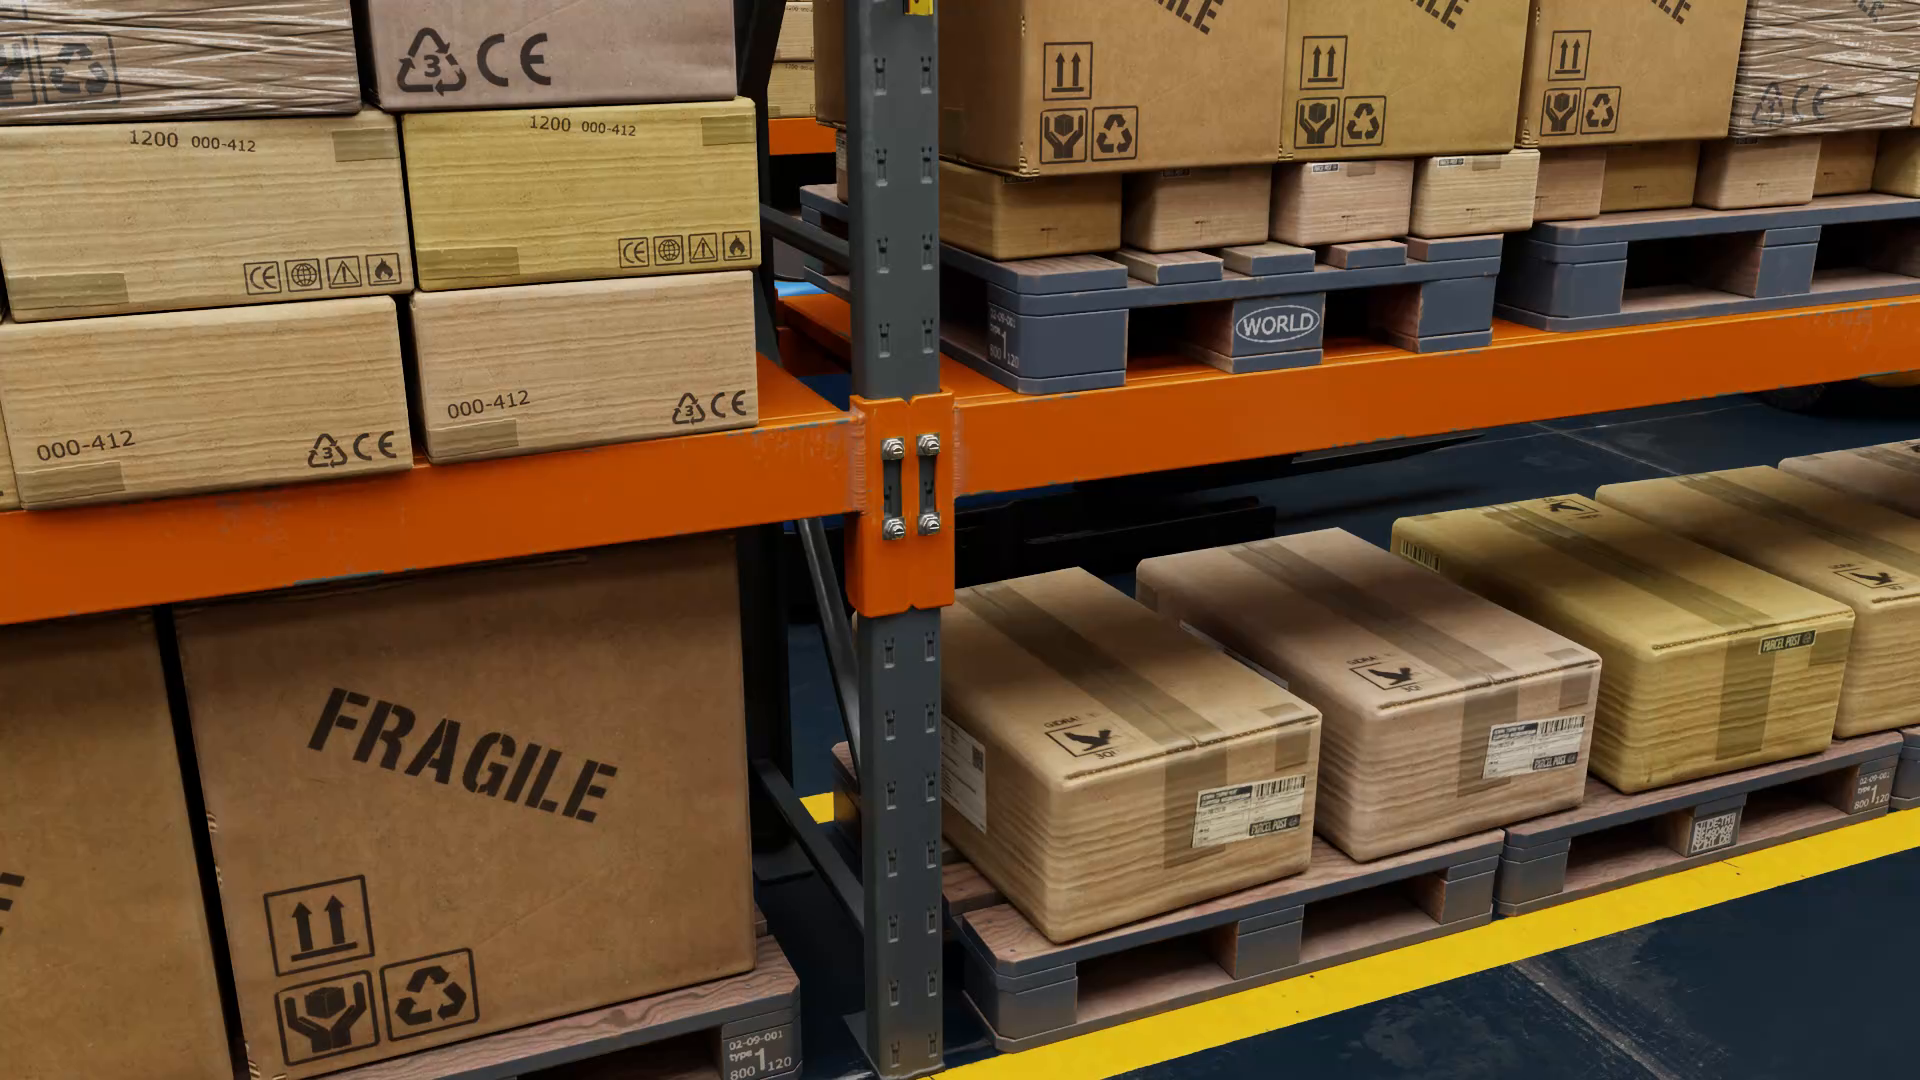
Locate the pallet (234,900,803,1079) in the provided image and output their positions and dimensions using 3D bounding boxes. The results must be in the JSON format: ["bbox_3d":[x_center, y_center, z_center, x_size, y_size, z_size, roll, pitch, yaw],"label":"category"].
[{"bbox_3d":[-1.038,0.846,3.301,1.213,0.211,1.003,-8,21,-22],"label":"pallet"}]

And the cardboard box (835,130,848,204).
[{"bbox_3d":[-0.077,-0.744,3.365,0.250,0.149,0.380,-7,21,-20],"label":"cardboard box"}]

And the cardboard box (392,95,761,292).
[{"bbox_3d":[-0.628,-0.574,2.608,0.500,0.250,0.500,-8,21,-22],"label":"cardboard box"}]

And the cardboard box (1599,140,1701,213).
[{"bbox_3d":[1.325,-0.799,3.520,0.250,0.149,0.380,-7,21,-20],"label":"cardboard box"}]

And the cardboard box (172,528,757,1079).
[{"bbox_3d":[-0.951,0.320,3.164,0.875,0.875,0.875,-8,21,-22],"label":"cardboard box"}]

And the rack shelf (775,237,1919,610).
[{"bbox_3d":[1.552,-0.473,3.933,4.000,0.370,1.077,-8,21,-22],"label":"rack shelf"}]

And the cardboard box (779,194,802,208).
[{"bbox_3d":[-0.461,-1.396,8.413,0.625,0.625,0.875,-9,21,-24],"label":"cardboard box"}]

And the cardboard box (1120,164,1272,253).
[{"bbox_3d":[0.361,-0.642,3.076,0.250,0.149,0.380,-10,22,-25],"label":"cardboard box"}]

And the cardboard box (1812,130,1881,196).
[{"bbox_3d":[1.800,-0.870,3.724,0.250,0.149,0.380,-9,21,-24],"label":"cardboard box"}]

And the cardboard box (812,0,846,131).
[{"bbox_3d":[0.023,-1.080,3.342,0.500,0.500,0.500,-9,21,-23],"label":"cardboard box"}]

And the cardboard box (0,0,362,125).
[{"bbox_3d":[-1.123,-0.851,2.266,0.500,0.500,0.500,-8,21,-21],"label":"cardboard box"}]

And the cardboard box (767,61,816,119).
[{"bbox_3d":[-0.816,-2.111,7.726,0.500,0.250,0.500,-9,21,-24],"label":"cardboard box"}]

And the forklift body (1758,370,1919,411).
[{"bbox_3d":[4.073,-1.909,8.206,1.214,2.155,2.313,-8,21,-22],"label":"forklift body"}]

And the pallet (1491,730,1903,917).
[{"bbox_3d":[1.552,0.504,4.273,1.213,0.211,1.003,-8,21,-22],"label":"pallet"}]

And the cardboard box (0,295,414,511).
[{"bbox_3d":[-1.109,-0.261,2.473,0.500,0.250,0.500,-8,21,-21],"label":"cardboard box"}]

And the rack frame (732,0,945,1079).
[{"bbox_3d":[-0.284,-0.550,3.067,0.127,3.000,1.000,-8,21,-22],"label":"rack frame"}]

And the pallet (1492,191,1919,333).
[{"bbox_3d":[1.517,-0.732,3.874,1.213,0.211,1.003,-8,21,-22],"label":"pallet"}]

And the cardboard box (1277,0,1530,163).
[{"bbox_3d":[0.696,-0.995,3.100,0.500,0.500,0.500,-7,21,-19],"label":"cardboard box"}]

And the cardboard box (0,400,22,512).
[{"bbox_3d":[-1.577,-0.200,2.299,0.500,0.250,0.500,-8,21,-22],"label":"cardboard box"}]

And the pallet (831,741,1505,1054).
[{"bbox_3d":[0.434,0.663,3.821,1.213,0.211,1.003,-8,21,-22],"label":"pallet"}]

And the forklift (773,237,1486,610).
[{"bbox_3d":[0.563,-1.473,5.791,3.031,2.935,1.130,-9,21,-24],"label":"forklift"}]

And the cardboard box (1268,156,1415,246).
[{"bbox_3d":[0.630,-0.664,3.138,0.250,0.149,0.380,-10,22,-25],"label":"cardboard box"}]

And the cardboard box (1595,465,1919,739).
[{"bbox_3d":[2.249,0.131,4.458,0.625,0.372,0.950,-7,21,-19],"label":"cardboard box"}]

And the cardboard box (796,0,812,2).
[{"bbox_3d":[-0.664,-2.541,7.595,0.250,0.149,0.380,-8,21,-21],"label":"cardboard box"}]

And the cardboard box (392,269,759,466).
[{"bbox_3d":[-0.646,-0.333,2.678,0.500,0.250,0.500,-9,21,-24],"label":"cardboard box"}]

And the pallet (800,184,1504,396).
[{"bbox_3d":[0.328,-0.585,3.457,1.003,0.211,1.213,-8,21,-22],"label":"pallet"}]

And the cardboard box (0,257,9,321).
[{"bbox_3d":[-1.560,-0.431,2.204,0.500,0.250,0.500,-9,21,-23],"label":"cardboard box"}]

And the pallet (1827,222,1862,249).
[{"bbox_3d":[2.629,-0.929,4.434,1.213,0.211,1.003,-8,21,-22],"label":"pallet"}]

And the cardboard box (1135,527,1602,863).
[{"bbox_3d":[0.913,0.321,3.919,0.625,0.372,0.950,-9,21,-23],"label":"cardboard box"}]

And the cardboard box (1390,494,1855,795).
[{"bbox_3d":[1.611,0.223,4.197,0.625,0.372,0.950,-7,21,-20],"label":"cardboard box"}]

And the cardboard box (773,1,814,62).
[{"bbox_3d":[-0.802,-2.341,7.626,0.500,0.250,0.500,-9,21,-23],"label":"cardboard box"}]

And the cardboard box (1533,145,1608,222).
[{"bbox_3d":[1.081,-0.750,3.380,0.250,0.149,0.380,-7,21,-19],"label":"cardboard box"}]

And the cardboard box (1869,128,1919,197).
[{"bbox_3d":[2.083,-0.874,3.733,0.250,0.149,0.380,-8,21,-22],"label":"cardboard box"}]

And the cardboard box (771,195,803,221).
[{"bbox_3d":[-1.079,-1.307,8.161,0.625,0.625,0.875,-7,21,-20],"label":"cardboard box"}]

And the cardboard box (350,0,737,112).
[{"bbox_3d":[-0.655,-0.921,2.464,0.500,0.500,0.500,-9,21,-23],"label":"cardboard box"}]

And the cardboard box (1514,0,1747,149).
[{"bbox_3d":[1.181,-1.066,3.304,0.500,0.500,0.500,-8,21,-21],"label":"cardboard box"}]

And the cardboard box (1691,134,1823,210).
[{"bbox_3d":[1.591,-0.813,3.561,0.250,0.149,0.380,-7,21,-20],"label":"cardboard box"}]

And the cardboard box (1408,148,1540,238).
[{"bbox_3d":[0.891,-0.694,3.223,0.250,0.149,0.380,-8,21,-22],"label":"cardboard box"}]

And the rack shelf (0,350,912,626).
[{"bbox_3d":[-2.121,0.053,2.439,4.000,0.370,1.077,-8,21,-22],"label":"rack shelf"}]

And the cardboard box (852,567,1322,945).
[{"bbox_3d":[0.238,0.420,3.636,0.625,0.372,0.950,-10,22,-26],"label":"cardboard box"}]

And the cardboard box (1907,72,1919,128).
[{"bbox_3d":[2.124,-1.199,3.680,0.500,0.500,0.500,-7,21,-20],"label":"cardboard box"}]

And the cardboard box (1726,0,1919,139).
[{"bbox_3d":[1.643,-1.130,3.484,0.500,0.500,0.500,-9,21,-24],"label":"cardboard box"}]

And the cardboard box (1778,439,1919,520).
[{"bbox_3d":[2.908,0.035,4.730,0.625,0.372,0.950,-8,21,-21],"label":"cardboard box"}]

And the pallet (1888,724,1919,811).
[{"bbox_3d":[2.674,0.342,4.732,1.213,0.211,1.003,-8,21,-22],"label":"pallet"}]

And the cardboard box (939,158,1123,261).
[{"bbox_3d":[0.088,-0.615,2.999,0.250,0.149,0.380,-9,22,-25],"label":"cardboard box"}]

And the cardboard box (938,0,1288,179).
[{"bbox_3d":[0.221,-0.924,2.899,0.500,0.500,0.500,-9,21,-23],"label":"cardboard box"}]

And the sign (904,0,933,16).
[{"bbox_3d":[-0.061,-0.927,2.395,0.005,0.325,0.100,-8,21,-22],"label":"sign"}]

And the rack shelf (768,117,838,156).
[{"bbox_3d":[-0.417,-1.987,8.231,4.000,0.370,1.077,-8,21,-22],"label":"rack shelf"}]

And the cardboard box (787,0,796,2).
[{"bbox_3d":[-0.920,-2.526,7.551,0.250,0.149,0.380,-8,21,-21],"label":"cardboard box"}]

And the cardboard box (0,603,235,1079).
[{"bbox_3d":[-1.772,0.436,2.834,0.875,0.875,0.875,-8,21,-21],"label":"cardboard box"}]

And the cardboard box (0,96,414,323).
[{"bbox_3d":[-1.098,-0.505,2.413,0.500,0.250,0.500,-9,21,-23],"label":"cardboard box"}]
